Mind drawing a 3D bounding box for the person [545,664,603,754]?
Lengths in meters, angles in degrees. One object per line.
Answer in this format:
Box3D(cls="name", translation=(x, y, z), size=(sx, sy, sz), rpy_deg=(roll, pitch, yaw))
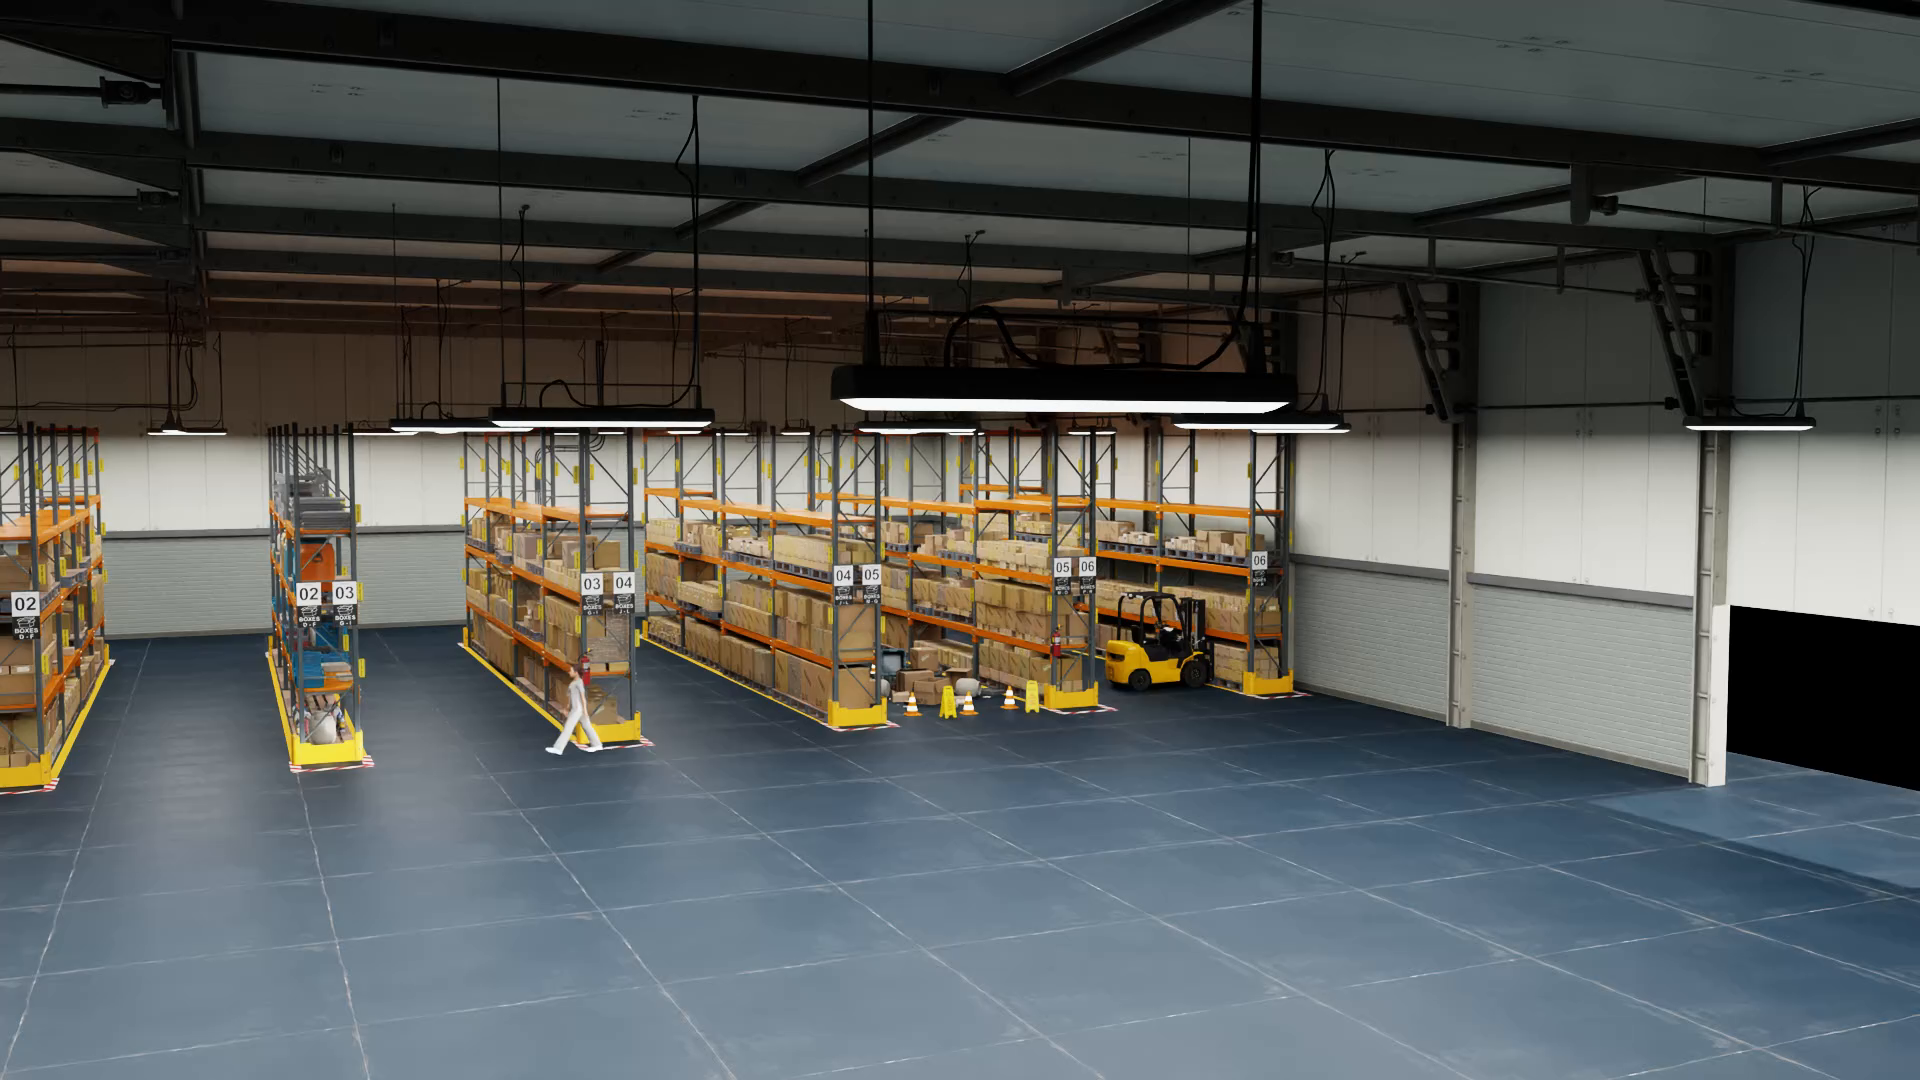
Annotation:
Box3D(cls="person", translation=(-6.994, 3.054, 30.105), size=(1.022, 1.612, 0.484), rpy_deg=(-1, 4, -15))
